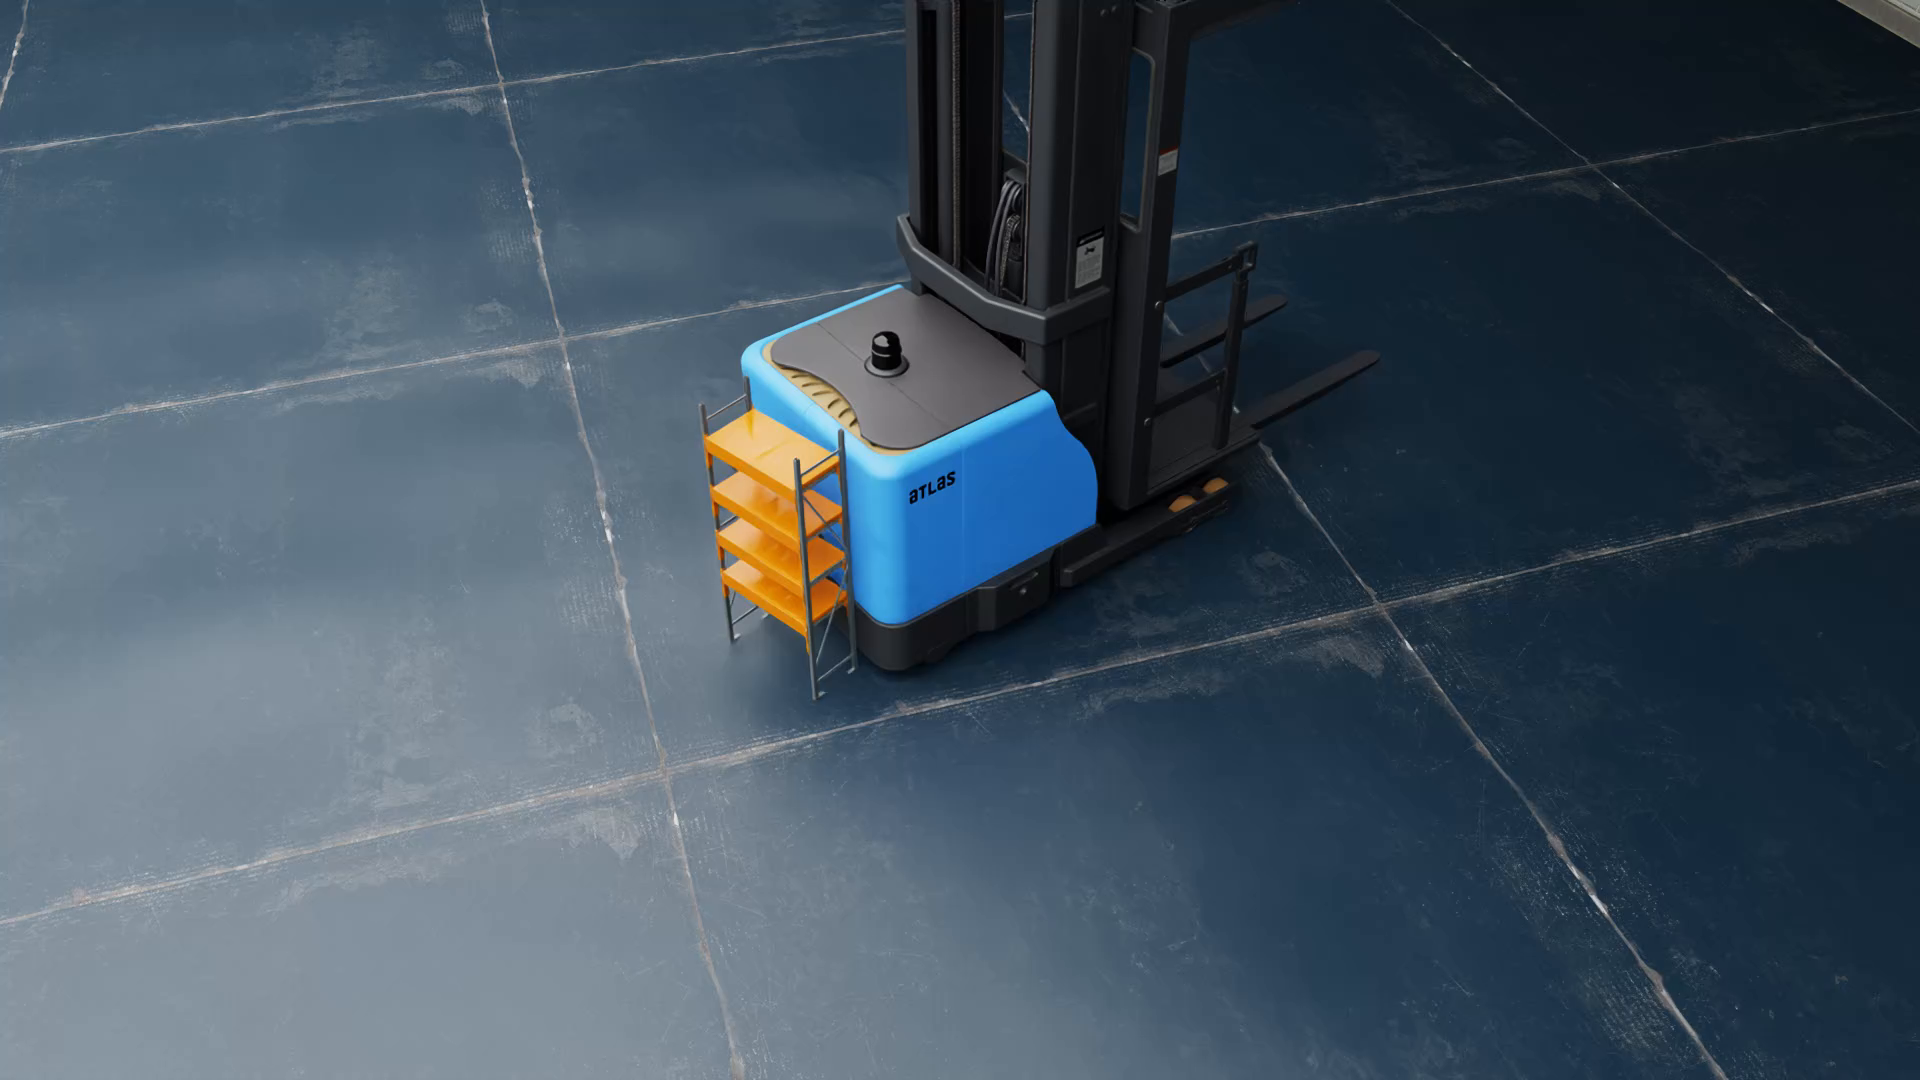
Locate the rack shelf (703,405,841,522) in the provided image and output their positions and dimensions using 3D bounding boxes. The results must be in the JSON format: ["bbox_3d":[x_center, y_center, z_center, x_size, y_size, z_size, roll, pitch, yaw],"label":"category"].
[{"bbox_3d":[-0.676,-0.284,6.066,0.480,0.148,0.258,30,49,30],"label":"rack shelf"}]

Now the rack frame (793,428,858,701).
[{"bbox_3d":[-0.493,0.118,6.203,0.015,1.200,0.240,30,49,30],"label":"rack frame"}]

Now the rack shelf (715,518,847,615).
[{"bbox_3d":[-0.676,0.062,6.369,0.480,0.148,0.258,30,49,30],"label":"rack shelf"}]

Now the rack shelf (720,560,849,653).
[{"bbox_3d":[-0.676,0.212,6.500,0.480,0.148,0.258,30,49,30],"label":"rack shelf"}]

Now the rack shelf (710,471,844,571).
[{"bbox_3d":[-0.676,-0.106,6.222,0.480,0.148,0.258,30,49,30],"label":"rack shelf"}]

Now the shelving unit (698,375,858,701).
[{"bbox_3d":[-0.676,0.012,6.325,0.503,1.200,0.258,30,49,30],"label":"shelving unit"}]

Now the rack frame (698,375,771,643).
[{"bbox_3d":[-0.859,-0.095,6.446,0.015,1.200,0.240,30,49,30],"label":"rack frame"}]

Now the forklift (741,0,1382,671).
[{"bbox_3d":[0.608,-1.385,6.608,3.031,2.935,1.130,-27,48,-27],"label":"forklift"}]
